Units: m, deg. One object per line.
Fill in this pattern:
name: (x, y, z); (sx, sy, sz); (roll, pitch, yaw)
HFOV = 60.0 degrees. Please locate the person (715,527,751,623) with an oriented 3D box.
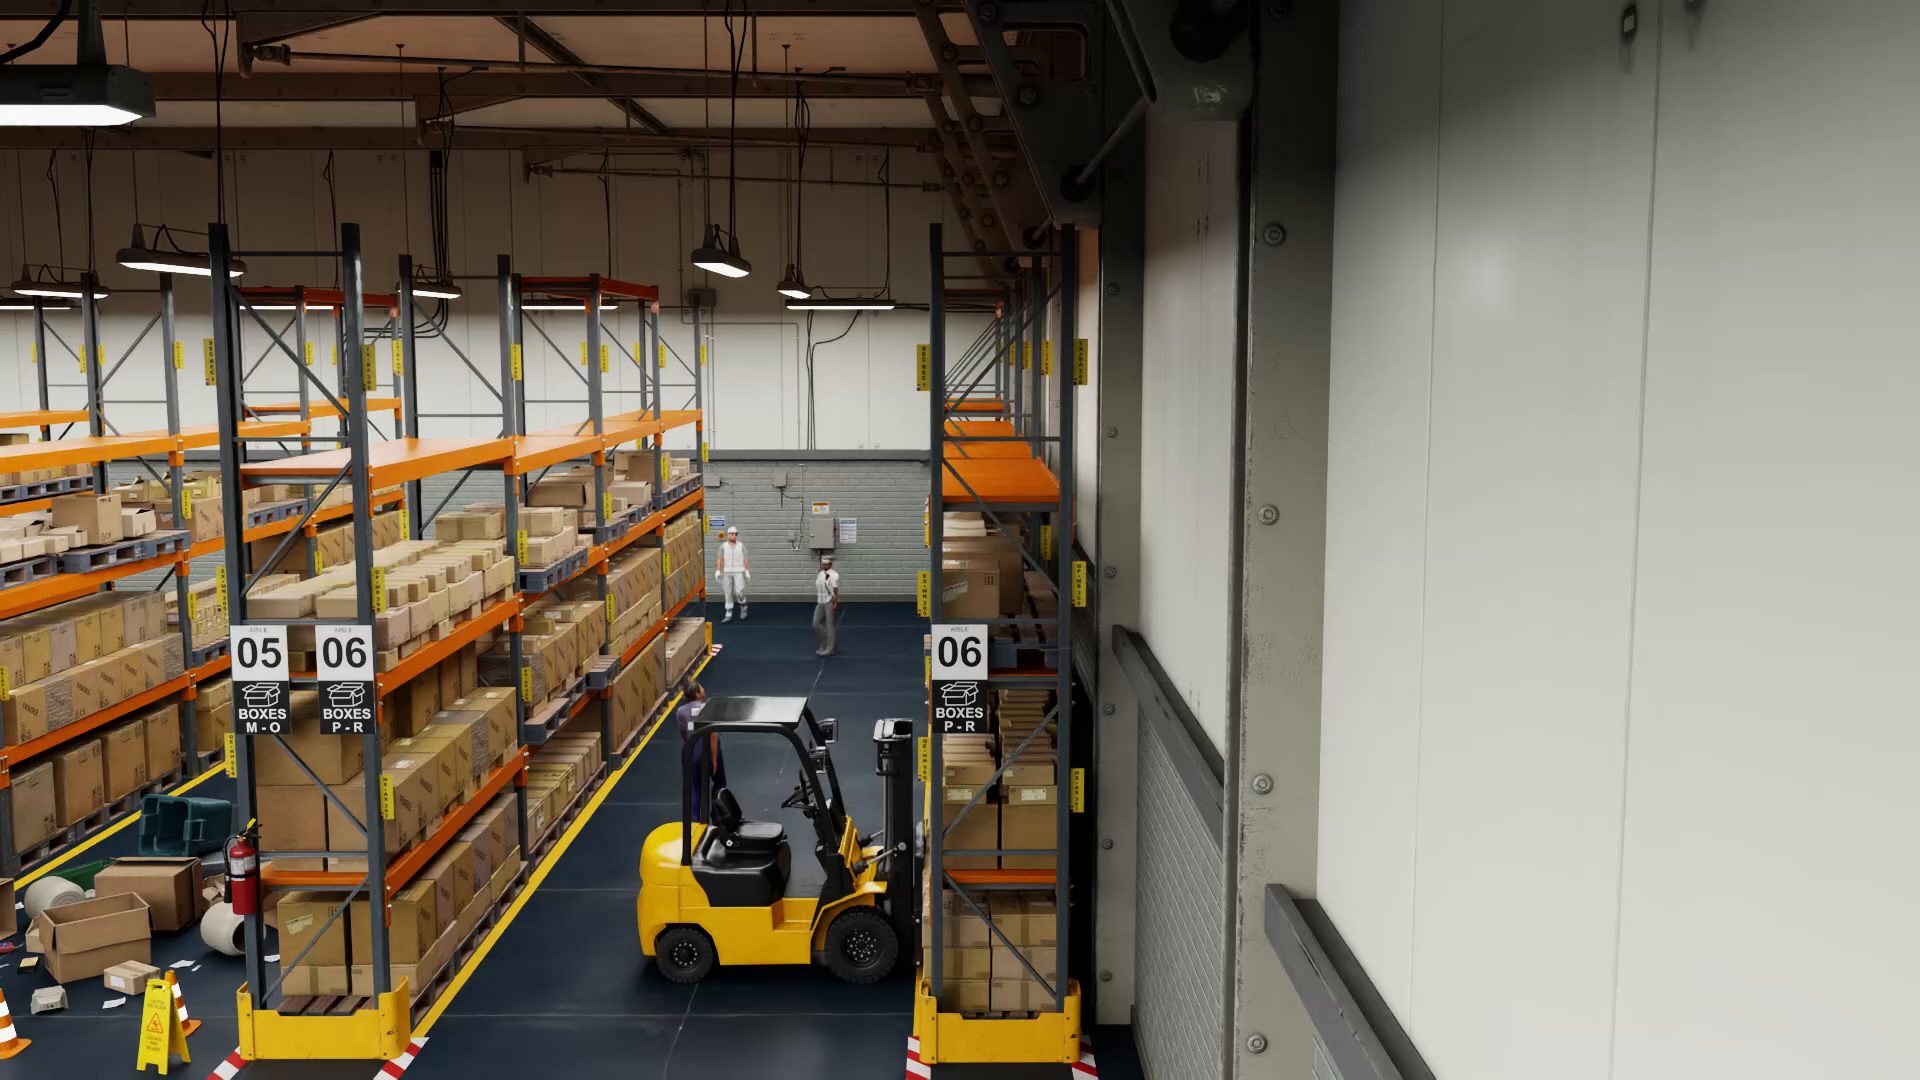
person: (-4.256, 0.647, 31.261); (0.627, 1.786, 0.545); (1, 7, 12)

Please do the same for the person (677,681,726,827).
person: (-2.648, 2.237, 16.991); (0.472, 1.644, 0.785); (0, 7, -1)

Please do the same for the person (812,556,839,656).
person: (-2.240, 1.099, 27.869); (0.387, 1.703, 0.513); (-6, 9, -43)
